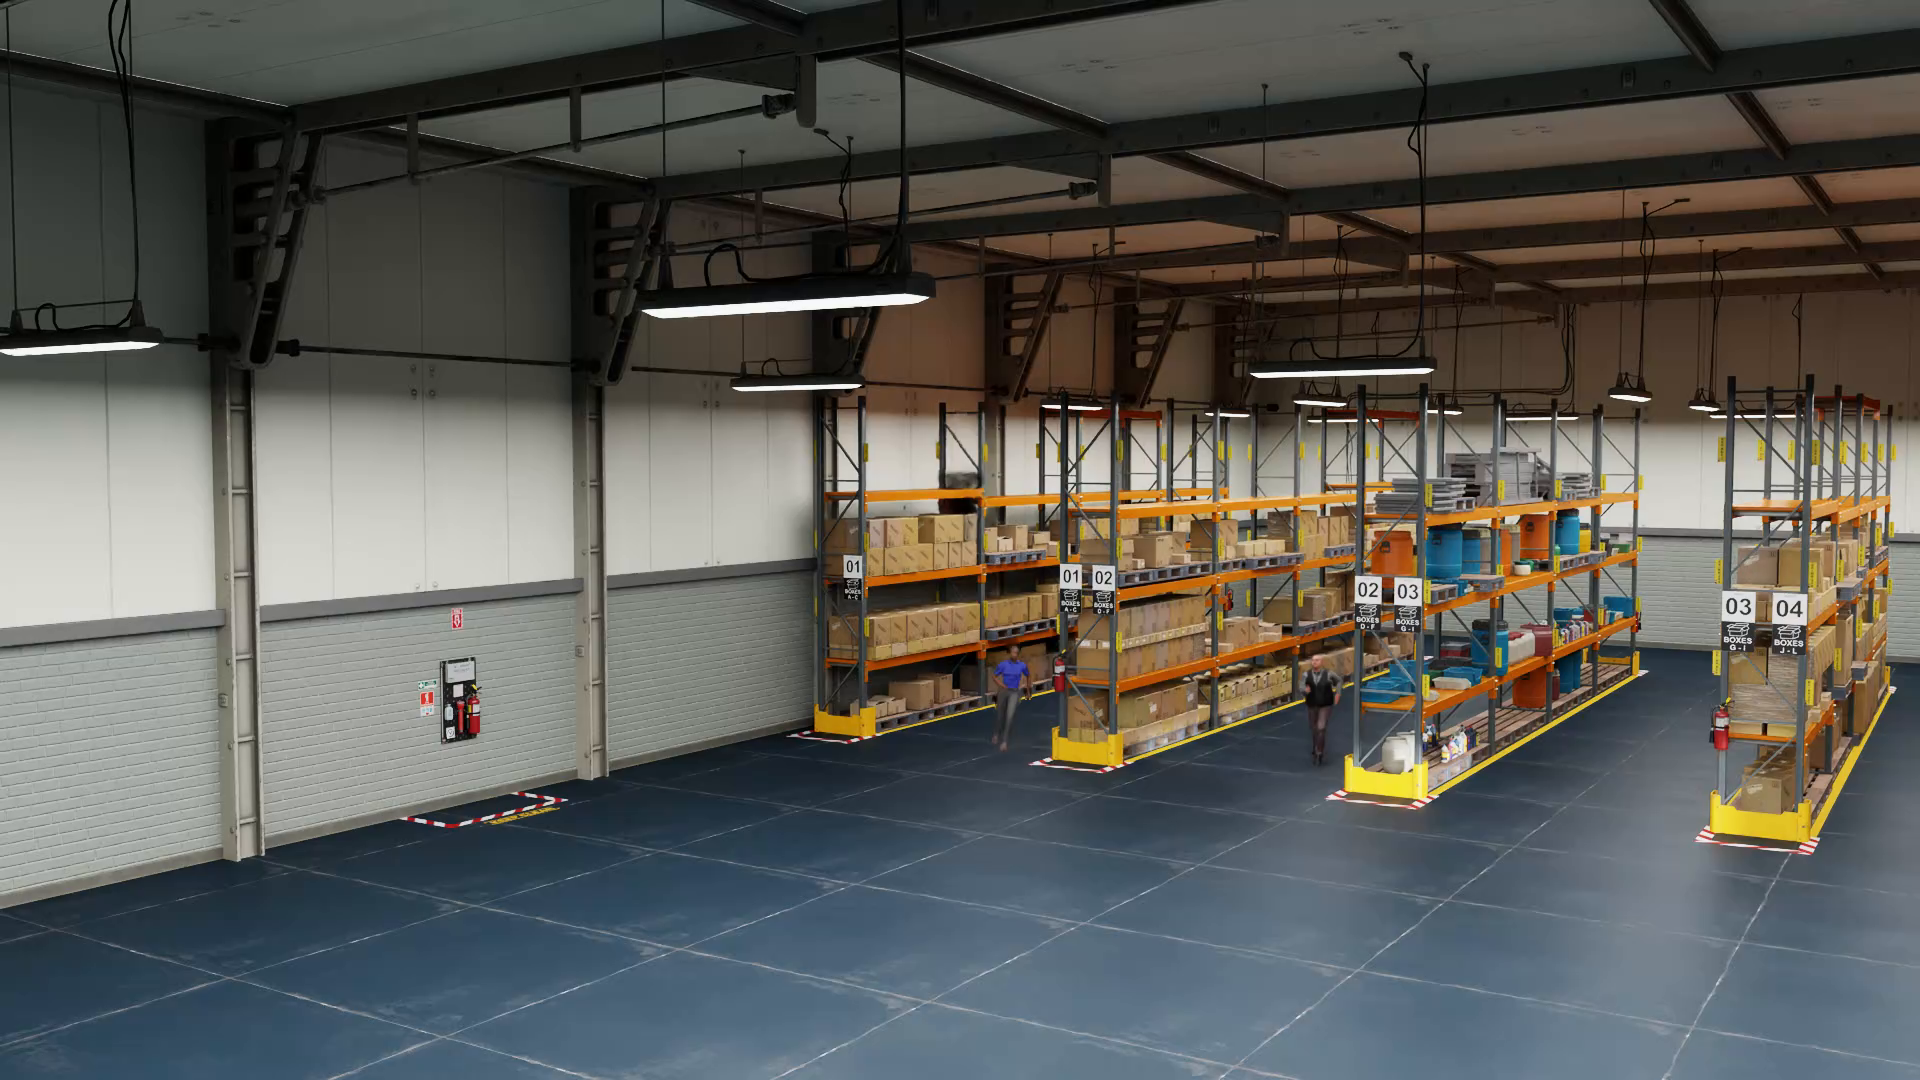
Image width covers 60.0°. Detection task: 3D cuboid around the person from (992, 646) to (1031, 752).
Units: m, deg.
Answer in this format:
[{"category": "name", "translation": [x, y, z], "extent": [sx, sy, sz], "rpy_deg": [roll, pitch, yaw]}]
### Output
[{"category": "person", "translation": [0.836, 2.612, 27.198], "extent": [0.654, 1.569, 0.827], "rpy_deg": [0, 3, 3]}]

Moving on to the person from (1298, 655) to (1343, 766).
[{"category": "person", "translation": [5.831, 2.734, 26.936], "extent": [0.662, 1.773, 0.903], "rpy_deg": [2, 3, 28]}]
